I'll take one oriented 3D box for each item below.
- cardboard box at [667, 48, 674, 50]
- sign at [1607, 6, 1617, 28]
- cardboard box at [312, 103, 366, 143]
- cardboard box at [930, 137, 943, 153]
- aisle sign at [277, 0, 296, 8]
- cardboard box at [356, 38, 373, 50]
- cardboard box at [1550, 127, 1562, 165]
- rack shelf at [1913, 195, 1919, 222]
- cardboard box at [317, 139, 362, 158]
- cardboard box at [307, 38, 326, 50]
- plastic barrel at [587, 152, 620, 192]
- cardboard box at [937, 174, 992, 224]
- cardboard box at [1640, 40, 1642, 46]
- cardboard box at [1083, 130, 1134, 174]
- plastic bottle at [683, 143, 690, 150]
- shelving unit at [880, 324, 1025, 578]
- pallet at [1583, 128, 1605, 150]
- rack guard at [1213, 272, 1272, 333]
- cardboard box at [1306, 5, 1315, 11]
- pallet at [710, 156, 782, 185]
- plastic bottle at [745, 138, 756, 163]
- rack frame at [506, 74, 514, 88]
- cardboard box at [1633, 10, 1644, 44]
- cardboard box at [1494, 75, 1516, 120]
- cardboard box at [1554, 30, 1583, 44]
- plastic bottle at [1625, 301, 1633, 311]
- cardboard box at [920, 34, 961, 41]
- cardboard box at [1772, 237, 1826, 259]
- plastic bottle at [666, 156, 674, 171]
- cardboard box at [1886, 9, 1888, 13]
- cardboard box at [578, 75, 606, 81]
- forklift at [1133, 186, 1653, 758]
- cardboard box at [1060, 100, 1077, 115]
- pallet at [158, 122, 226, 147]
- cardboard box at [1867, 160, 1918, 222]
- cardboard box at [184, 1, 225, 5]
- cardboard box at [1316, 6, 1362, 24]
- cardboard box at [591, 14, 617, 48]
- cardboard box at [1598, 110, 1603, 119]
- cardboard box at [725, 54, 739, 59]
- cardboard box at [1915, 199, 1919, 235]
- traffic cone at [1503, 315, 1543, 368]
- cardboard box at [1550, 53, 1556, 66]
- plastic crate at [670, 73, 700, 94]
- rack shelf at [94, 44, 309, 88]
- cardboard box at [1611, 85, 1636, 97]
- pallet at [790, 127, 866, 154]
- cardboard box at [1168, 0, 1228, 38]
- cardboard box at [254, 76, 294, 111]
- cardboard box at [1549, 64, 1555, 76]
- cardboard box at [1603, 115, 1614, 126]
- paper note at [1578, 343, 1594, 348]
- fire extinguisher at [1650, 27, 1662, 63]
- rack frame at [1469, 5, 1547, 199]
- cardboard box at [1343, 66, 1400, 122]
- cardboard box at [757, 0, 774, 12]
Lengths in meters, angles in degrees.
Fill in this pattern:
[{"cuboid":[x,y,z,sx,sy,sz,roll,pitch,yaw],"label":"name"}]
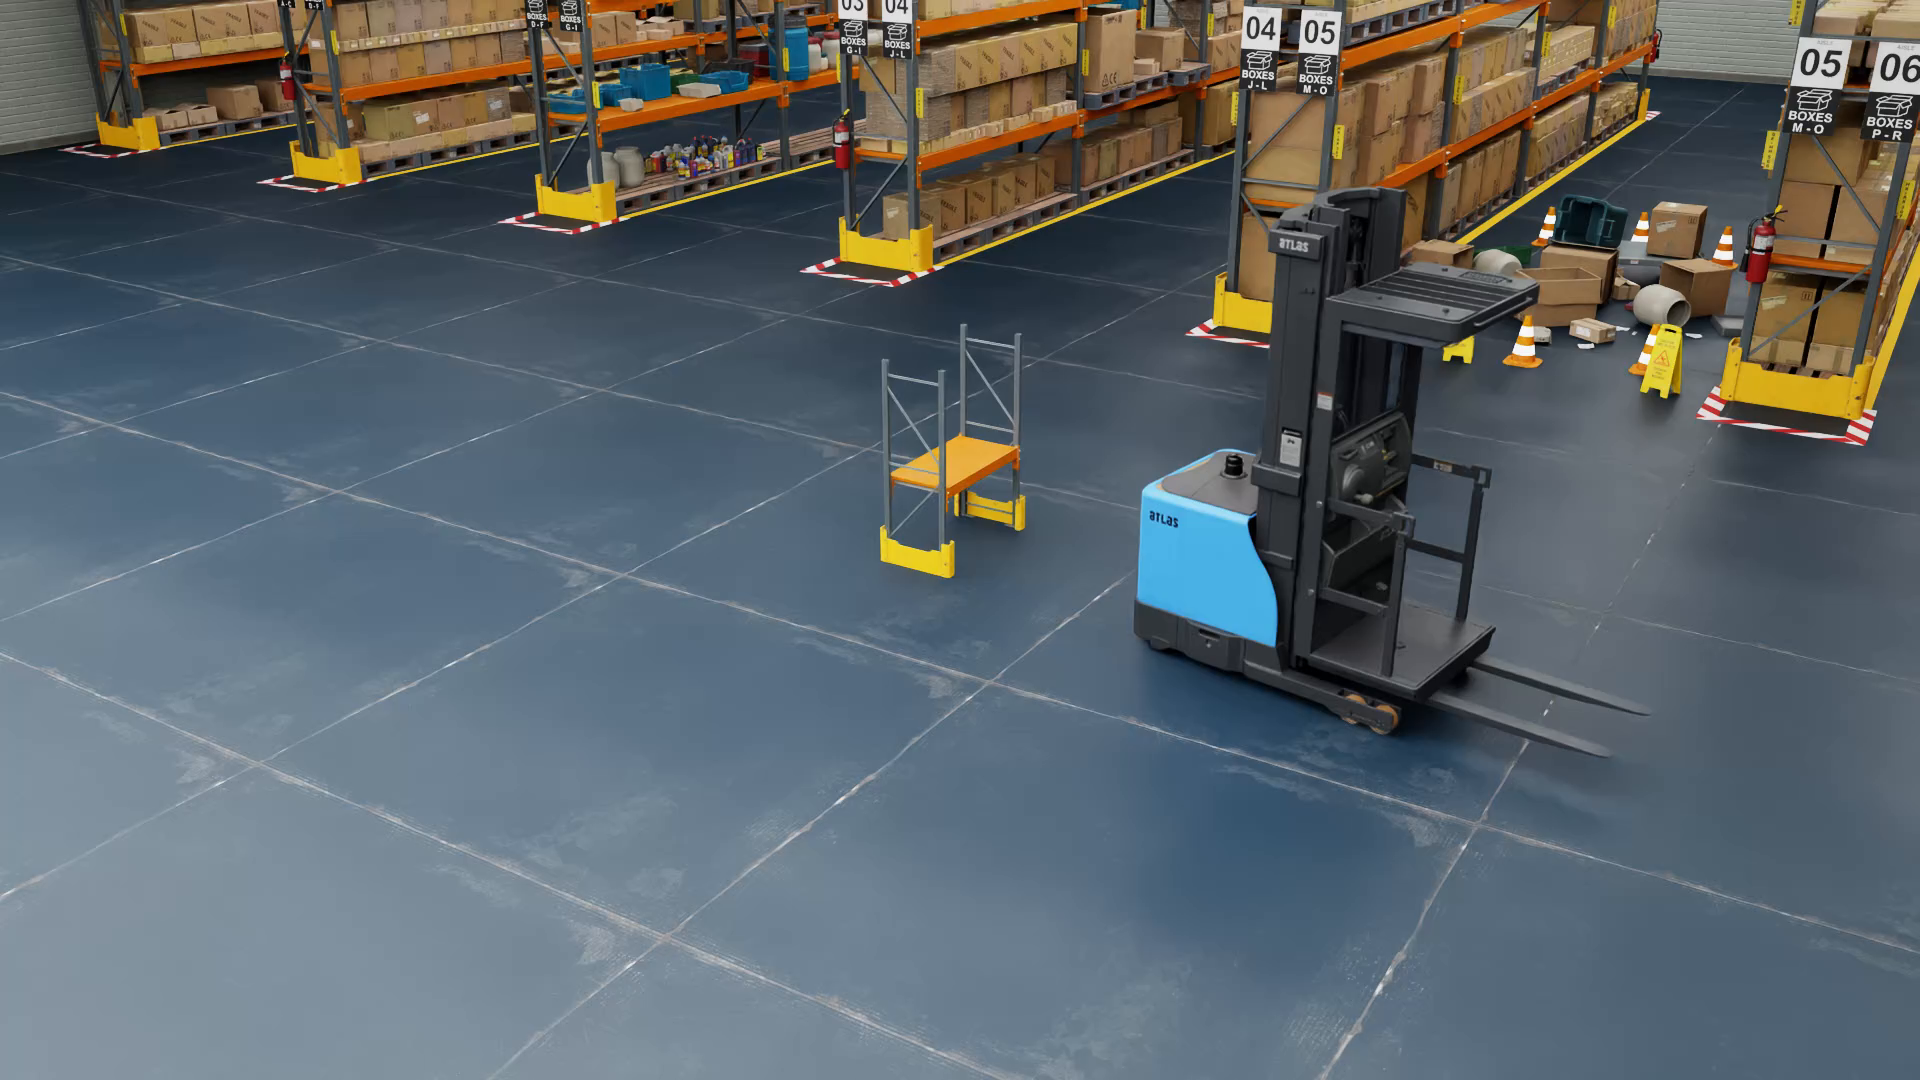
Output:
[{"cuboid":[-6.735,-11.101,36.734,0.700,0.500,0.500,14,27,30],"label":"cardboard box"},{"cuboid":[10.041,-8.053,25.618,0.100,0.325,0.005,14,27,29],"label":"sign"},{"cuboid":[-9.306,-6.255,24.913,0.500,0.500,0.500,14,27,29],"label":"cardboard box"},{"cuboid":[-0.421,-4.671,19.581,0.380,0.149,0.250,14,27,29],"label":"cardboard box"},{"cuboid":[-9.621,-7.969,23.611,0.394,0.787,0.004,14,27,29],"label":"aisle sign"},{"cuboid":[-8.810,-7.258,24.297,0.380,0.149,0.250,13,27,28],"label":"cardboard box"},{"cuboid":[8.577,-5.862,24.633,0.500,0.500,0.500,13,27,28],"label":"cardboard box"},{"cuboid":[10.662,-4.278,19.262,1.077,0.370,4.000,14,27,29],"label":"rack shelf"},{"cuboid":[-9.305,-5.911,25.061,0.500,0.250,0.500,14,27,29],"label":"cardboard box"},{"cuboid":[-9.297,-7.249,24.278,0.380,0.149,0.250,13,27,28],"label":"cardboard box"},{"cuboid":[-4.848,-4.987,22.597,0.421,0.512,0.421,0,23,0],"label":"plastic barrel"},{"cuboid":[0.054,-4.329,21.092,0.500,0.500,0.500,17,29,34],"label":"cardboard box"},{"cuboid":[11.463,-8.538,28.513,0.380,0.149,0.250,14,27,28],"label":"cardboard box"},{"cuboid":[2.092,-5.613,24.033,0.700,0.500,0.500,11,26,24],"label":"cardboard box"},{"cuboid":[-4.021,-5.707,24.523,0.061,0.283,0.133,15,28,31],"label":"plastic bottle"},{"cuboid":[-0.040,-0.663,11.893,0.587,1.500,1.083,14,27,29],"label":"shelving unit"},{"cuboid":[9.892,-6.591,27.209,1.003,0.211,1.213,14,27,29],"label":"pallet"},{"cuboid":[3.225,-2.431,17.236,1.175,0.500,0.348,14,27,29],"label":"rack guard"},{"cuboid":[3.394,-5.441,16.929,0.380,0.149,0.250,14,27,30],"label":"cardboard box"},{"cuboid":[-3.410,-5.550,24.805,1.003,0.211,1.213,14,27,29],"label":"pallet"},{"cuboid":[-3.115,-5.756,24.552,0.144,0.351,0.185,13,27,28],"label":"plastic bottle"},{"cuboid":[-9.327,-10.474,32.669,1.000,3.000,0.127,14,27,29],"label":"rack frame"},{"cuboid":[11.124,-8.617,27.880,0.500,0.500,0.500,14,27,29],"label":"cardboard box"},{"cuboid":[6.920,-5.787,21.717,0.500,0.500,0.500,13,27,28],"label":"cardboard box"},{"cuboid":[9.105,-7.544,24.940,0.380,0.149,0.250,14,27,29],"label":"cardboard box"},{"cuboid":[7.333,-2.542,18.045,0.133,0.061,0.283,20,30,38],"label":"plastic bottle"},{"cuboid":[-0.318,-5.877,20.290,0.500,0.500,0.500,14,27,29],"label":"cardboard box"},{"cuboid":[7.512,-2.639,14.886,0.380,0.149,0.250,15,28,31],"label":"cardboard box"},{"cuboid":[-4.189,-5.434,23.994,0.097,0.201,0.097,0,23,0],"label":"plastic bottle"},{"cuboid":[8.603,-4.944,15.933,0.500,0.250,0.500,14,27,29],"label":"cardboard box"},{"cuboid":[-6.454,-7.986,29.148,0.500,0.311,0.500,13,27,28],"label":"cardboard box"},{"cuboid":[2.565,-0.455,9.612,3.031,2.935,1.130,19,30,36],"label":"forklift"},{"cuboid":[1.324,-5.760,22.097,0.380,0.149,0.250,14,27,29],"label":"cardboard box"},{"cuboid":[-13.048,-6.787,27.661,1.003,0.211,1.213,14,27,29],"label":"pallet"},{"cuboid":[8.520,-3.215,15.400,0.500,0.500,0.500,13,27,28],"label":"cardboard box"},{"cuboid":[-12.670,-8.775,27.964,0.500,0.500,0.500,14,27,30],"label":"cardboard box"},{"cuboid":[3.691,-5.135,16.221,0.380,0.149,0.250,14,27,29],"label":"cardboard box"},{"cuboid":[-6.265,-8.736,28.527,0.500,0.500,0.500,14,27,29],"label":"cardboard box"},{"cuboid":[10.331,-6.997,27.323,0.380,0.149,0.250,12,26,26],"label":"cardboard box"},{"cuboid":[-4.549,-9.031,31.929,0.500,0.500,0.500,13,27,27],"label":"cardboard box"},{"cuboid":[11.410,-4.081,20.681,0.950,0.372,0.625,12,26,25],"label":"cardboard box"},{"cuboid":[5.505,-1.952,16.177,0.336,0.463,0.334,14,27,29],"label":"traffic cone"},{"cuboid":[8.296,-6.889,23.802,0.380,0.149,0.250,14,27,29],"label":"cardboard box"},{"cuboid":[-3.976,-6.552,23.875,0.450,0.188,0.662,14,27,29],"label":"plastic crate"},{"cuboid":[-12.492,-8.119,28.134,1.077,0.370,4.000,14,27,29],"label":"rack shelf"},{"cuboid":[11.404,-7.725,28.631,0.380,0.149,0.250,13,27,28],"label":"cardboard box"},{"cuboid":[-1.996,-6.455,26.894,1.003,0.211,1.213,14,27,29],"label":"pallet"},{"cuboid":[3.697,-8.110,25.818,0.797,0.503,0.637,15,28,31],"label":"cardboard box"},{"cuboid":[-11.950,-7.820,29.131,0.500,0.500,0.500,12,26,25],"label":"cardboard box"},{"cuboid":[8.290,-6.746,23.844,0.380,0.149,0.250,15,28,31],"label":"cardboard box"},{"cuboid":[10.683,-7.023,27.757,0.380,0.149,0.250,13,27,28],"label":"cardboard box"},{"cuboid":[6.304,-1.957,16.731,0.148,0.019,0.142,5,24,11],"label":"paper note"},{"cuboid":[12.203,-8.768,29.295,0.296,0.674,0.183,14,27,29],"label":"fire extinguisher"},{"cuboid":[7.458,-6.286,22.996,1.000,3.000,0.127,14,27,29],"label":"rack frame"},{"cuboid":[4.258,-4.839,18.105,0.875,0.550,0.500,14,27,29],"label":"cardboard box"},{"cuboid":[-3.886,-10.417,31.882,0.700,0.500,0.500,7,24,16],"label":"cardboard box"}]
